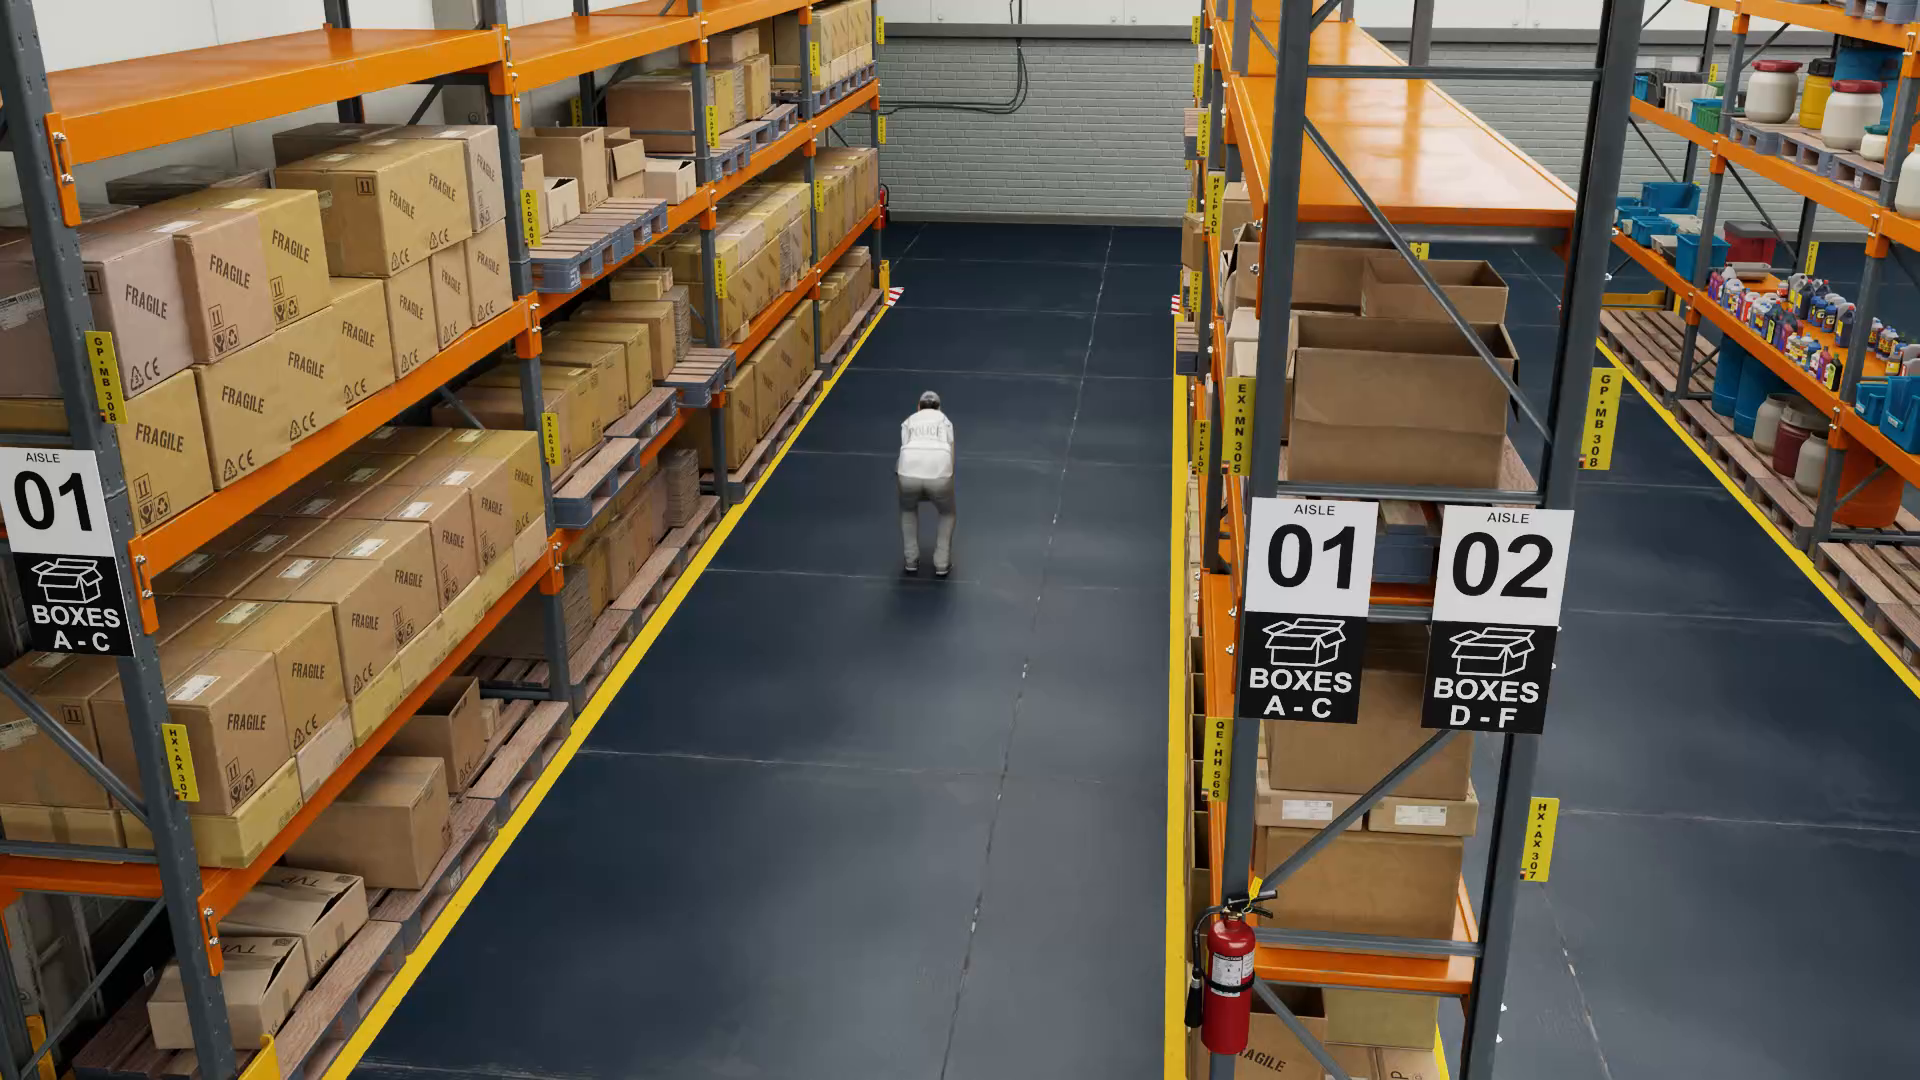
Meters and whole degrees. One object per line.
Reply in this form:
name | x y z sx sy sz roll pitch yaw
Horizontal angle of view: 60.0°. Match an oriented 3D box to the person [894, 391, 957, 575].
person | -0.249 -0.442 13.086 0.465 1.325 0.872 2 21 5
